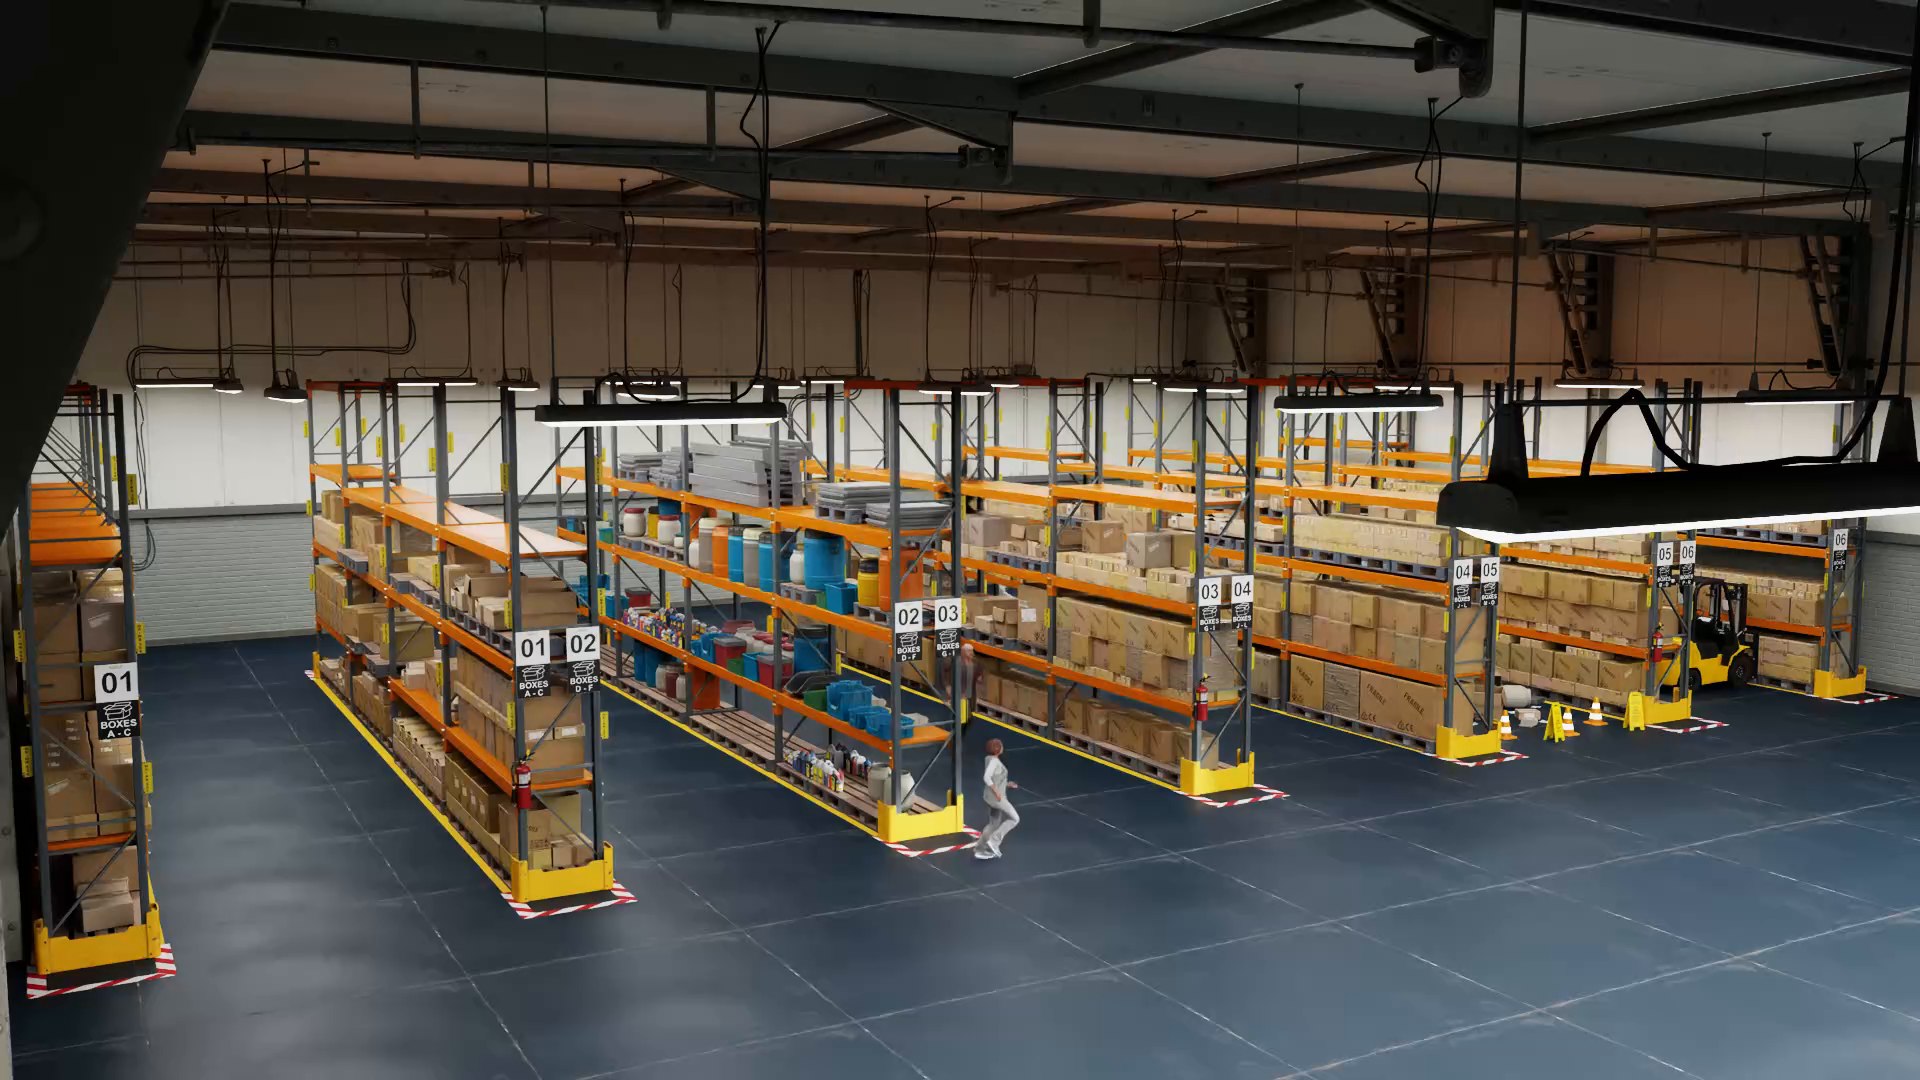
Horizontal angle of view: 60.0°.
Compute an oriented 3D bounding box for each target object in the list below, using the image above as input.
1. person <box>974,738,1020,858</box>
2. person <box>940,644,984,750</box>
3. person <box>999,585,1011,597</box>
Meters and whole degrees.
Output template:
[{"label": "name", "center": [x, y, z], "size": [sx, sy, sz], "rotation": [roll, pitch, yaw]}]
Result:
[{"label": "person", "center": [0.476, 3.302, 21.196], "size": [0.595, 1.563, 0.550], "rotation": [-2, 6, -14]}, {"label": "person", "center": [0.081, 2.567, 27.217], "size": [0.691, 1.763, 0.781], "rotation": [-4, 7, -34]}, {"label": "person", "center": [1.044, 0.950, 42.242], "size": [1.008, 1.778, 0.674], "rotation": [3, 7, 29]}]
